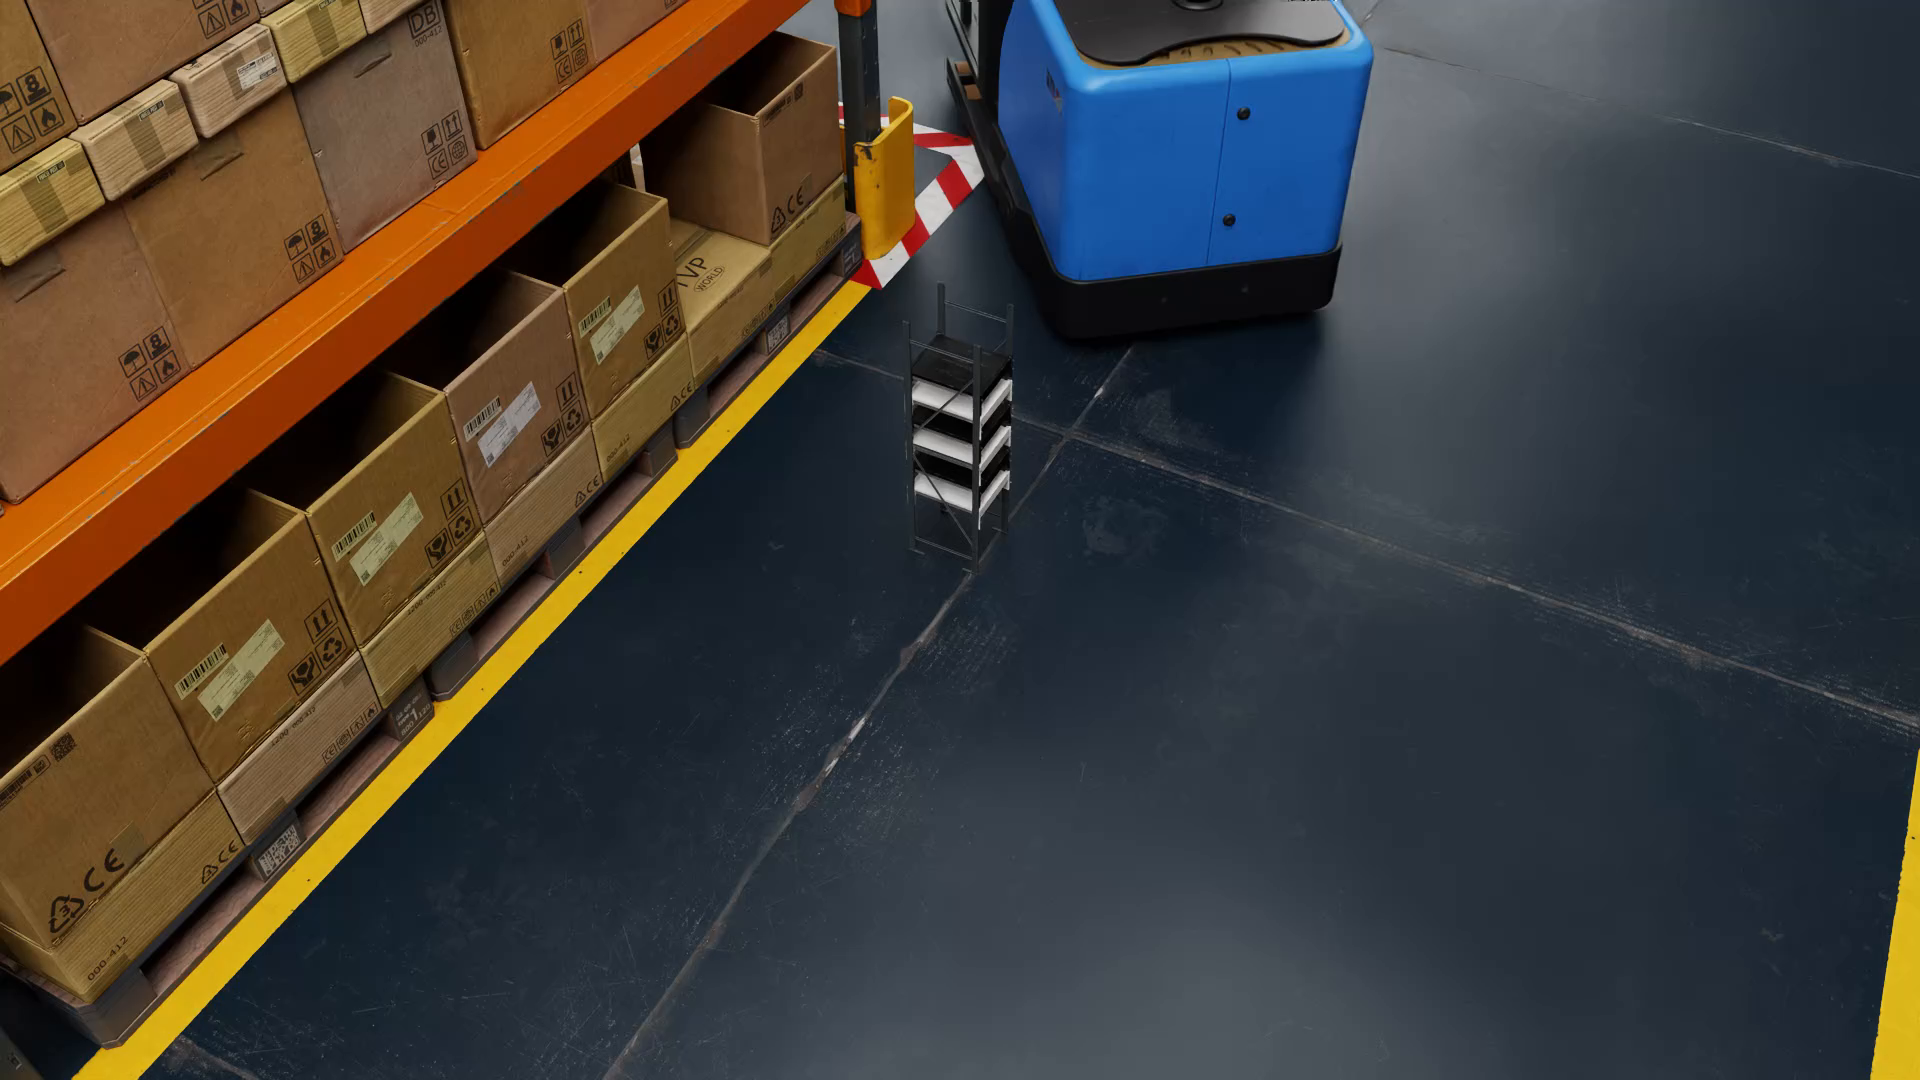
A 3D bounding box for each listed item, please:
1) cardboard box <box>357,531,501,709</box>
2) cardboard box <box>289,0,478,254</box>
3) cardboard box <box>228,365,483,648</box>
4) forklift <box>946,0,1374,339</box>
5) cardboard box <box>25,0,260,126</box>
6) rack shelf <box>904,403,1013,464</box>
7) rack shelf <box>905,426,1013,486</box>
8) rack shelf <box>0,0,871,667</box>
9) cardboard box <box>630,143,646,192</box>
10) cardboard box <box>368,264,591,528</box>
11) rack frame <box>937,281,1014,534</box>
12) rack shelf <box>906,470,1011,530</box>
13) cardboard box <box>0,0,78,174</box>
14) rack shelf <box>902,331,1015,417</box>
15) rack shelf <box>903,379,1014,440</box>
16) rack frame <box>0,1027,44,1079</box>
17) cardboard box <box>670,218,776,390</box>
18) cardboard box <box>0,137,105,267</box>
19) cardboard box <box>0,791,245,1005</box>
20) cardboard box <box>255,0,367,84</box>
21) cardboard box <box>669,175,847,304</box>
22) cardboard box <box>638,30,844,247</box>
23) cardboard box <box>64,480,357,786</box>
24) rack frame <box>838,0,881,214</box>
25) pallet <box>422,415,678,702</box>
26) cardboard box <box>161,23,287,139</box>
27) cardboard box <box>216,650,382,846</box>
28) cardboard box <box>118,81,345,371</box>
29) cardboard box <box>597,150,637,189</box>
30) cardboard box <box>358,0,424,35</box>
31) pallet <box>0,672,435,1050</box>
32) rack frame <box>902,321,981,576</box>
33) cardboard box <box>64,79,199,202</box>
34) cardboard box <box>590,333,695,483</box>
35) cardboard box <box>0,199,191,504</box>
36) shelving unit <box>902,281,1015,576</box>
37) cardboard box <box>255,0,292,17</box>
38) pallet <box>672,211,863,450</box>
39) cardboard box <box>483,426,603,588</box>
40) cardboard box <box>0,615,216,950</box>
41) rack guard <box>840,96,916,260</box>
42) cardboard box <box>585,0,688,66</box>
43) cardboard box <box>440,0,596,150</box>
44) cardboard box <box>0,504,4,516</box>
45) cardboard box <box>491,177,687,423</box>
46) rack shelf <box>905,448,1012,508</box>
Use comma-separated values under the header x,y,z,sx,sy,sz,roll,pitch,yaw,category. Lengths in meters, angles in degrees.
x,y,z,sx,sy,sz,roll,pitch,yaw,category
-1.659,0.136,4.645,0.500,0.250,0.500,20,49,19,cardboard box
-1.703,-1.154,4.211,0.700,0.500,0.500,22,49,20,cardboard box
-1.659,-0.128,4.378,0.500,0.500,0.500,20,49,19,cardboard box
0.561,-2.803,5.959,1.130,2.935,3.031,-8,46,-8,forklift
-1.949,-1.272,3.415,0.700,0.500,0.500,20,49,19,cardboard box
-0.004,-0.351,4.885,0.258,0.077,0.200,20,49,19,rack shelf
-0.004,-0.288,4.949,0.258,0.077,0.200,20,49,19,rack shelf
-1.687,-0.872,4.508,1.077,0.370,4.000,20,49,19,rack shelf
-1.205,-1.301,6.065,0.500,0.250,0.500,20,49,19,cardboard box
-1.429,-0.444,4.690,0.500,0.500,0.500,20,49,19,cardboard box
0.043,-0.375,4.988,0.240,0.900,0.006,20,49,19,rack frame
-0.004,-0.161,5.077,0.258,0.077,0.200,20,49,19,rack shelf
-2.182,-0.956,3.104,0.700,0.500,0.500,20,49,19,cardboard box
-0.004,-0.478,4.757,0.258,0.077,0.200,20,49,19,rack shelf
-0.004,-0.414,4.821,0.258,0.077,0.200,20,49,19,rack shelf
-2.613,0.136,3.006,0.949,2.616,0.053,20,49,19,rack frame
-0.968,-0.811,5.581,0.500,0.250,0.500,20,49,19,cardboard box
-1.964,-0.720,3.326,0.380,0.149,0.250,20,49,19,cardboard box
-2.132,0.762,4.026,0.500,0.250,0.500,20,49,19,cardboard box
-1.604,-1.210,3.811,0.380,0.149,0.250,20,49,19,cardboard box
-0.746,-1.130,5.896,0.500,0.250,0.500,20,49,19,cardboard box
-0.744,-1.393,5.629,0.500,0.500,0.500,20,49,19,cardboard box
-1.898,0.184,4.070,0.500,0.500,0.500,20,49,19,cardboard box
-0.759,-2.385,5.498,1.000,3.000,0.127,20,49,19,rack frame
-1.644,-0.143,5.243,1.003,0.211,1.213,20,49,19,pallet
-1.725,-1.046,3.649,0.380,0.149,0.250,19,48,18,cardboard box
-1.895,0.449,4.335,0.500,0.250,0.500,20,49,19,cardboard box
-1.940,-0.831,3.892,0.700,0.500,0.500,21,49,20,cardboard box
-1.435,-1.249,5.486,0.500,0.500,0.500,20,49,19,cardboard box
-1.486,-1.366,3.965,0.380,0.149,0.250,20,49,19,cardboard box
-2.210,0.628,4.481,1.003,0.211,1.213,20,49,19,pallet
-0.051,-0.247,4.862,0.240,0.900,0.006,20,49,19,rack frame
-1.846,-0.877,3.482,0.380,0.149,0.250,19,48,18,cardboard box
-1.198,-0.496,5.269,0.500,0.250,0.500,20,49,19,cardboard box
-2.176,-0.516,3.581,0.700,0.500,0.500,20,49,19,cardboard box
-0.004,-0.311,4.925,0.258,0.900,0.210,20,49,19,shelving unit
-1.717,-1.586,3.726,0.700,0.500,0.500,20,49,19,cardboard box
-1.077,-0.909,6.000,1.003,0.211,1.213,20,49,19,pallet
-1.432,-0.181,4.958,0.500,0.250,0.500,20,49,19,cardboard box
-2.123,0.502,3.756,0.500,0.500,0.500,20,49,19,cardboard box
-0.748,-1.521,6.402,1.175,0.500,0.348,20,49,19,rack guard
-1.227,-1.797,4.847,0.700,0.500,0.500,22,49,20,cardboard box
-1.462,-1.487,4.540,0.700,0.500,0.500,21,49,19,cardboard box
-2.415,-0.181,3.250,0.700,0.500,0.500,19,48,18,cardboard box
-1.196,-0.758,5.001,0.500,0.500,0.500,20,49,19,cardboard box
-0.004,-0.225,5.013,0.258,0.077,0.200,20,49,19,rack shelf
